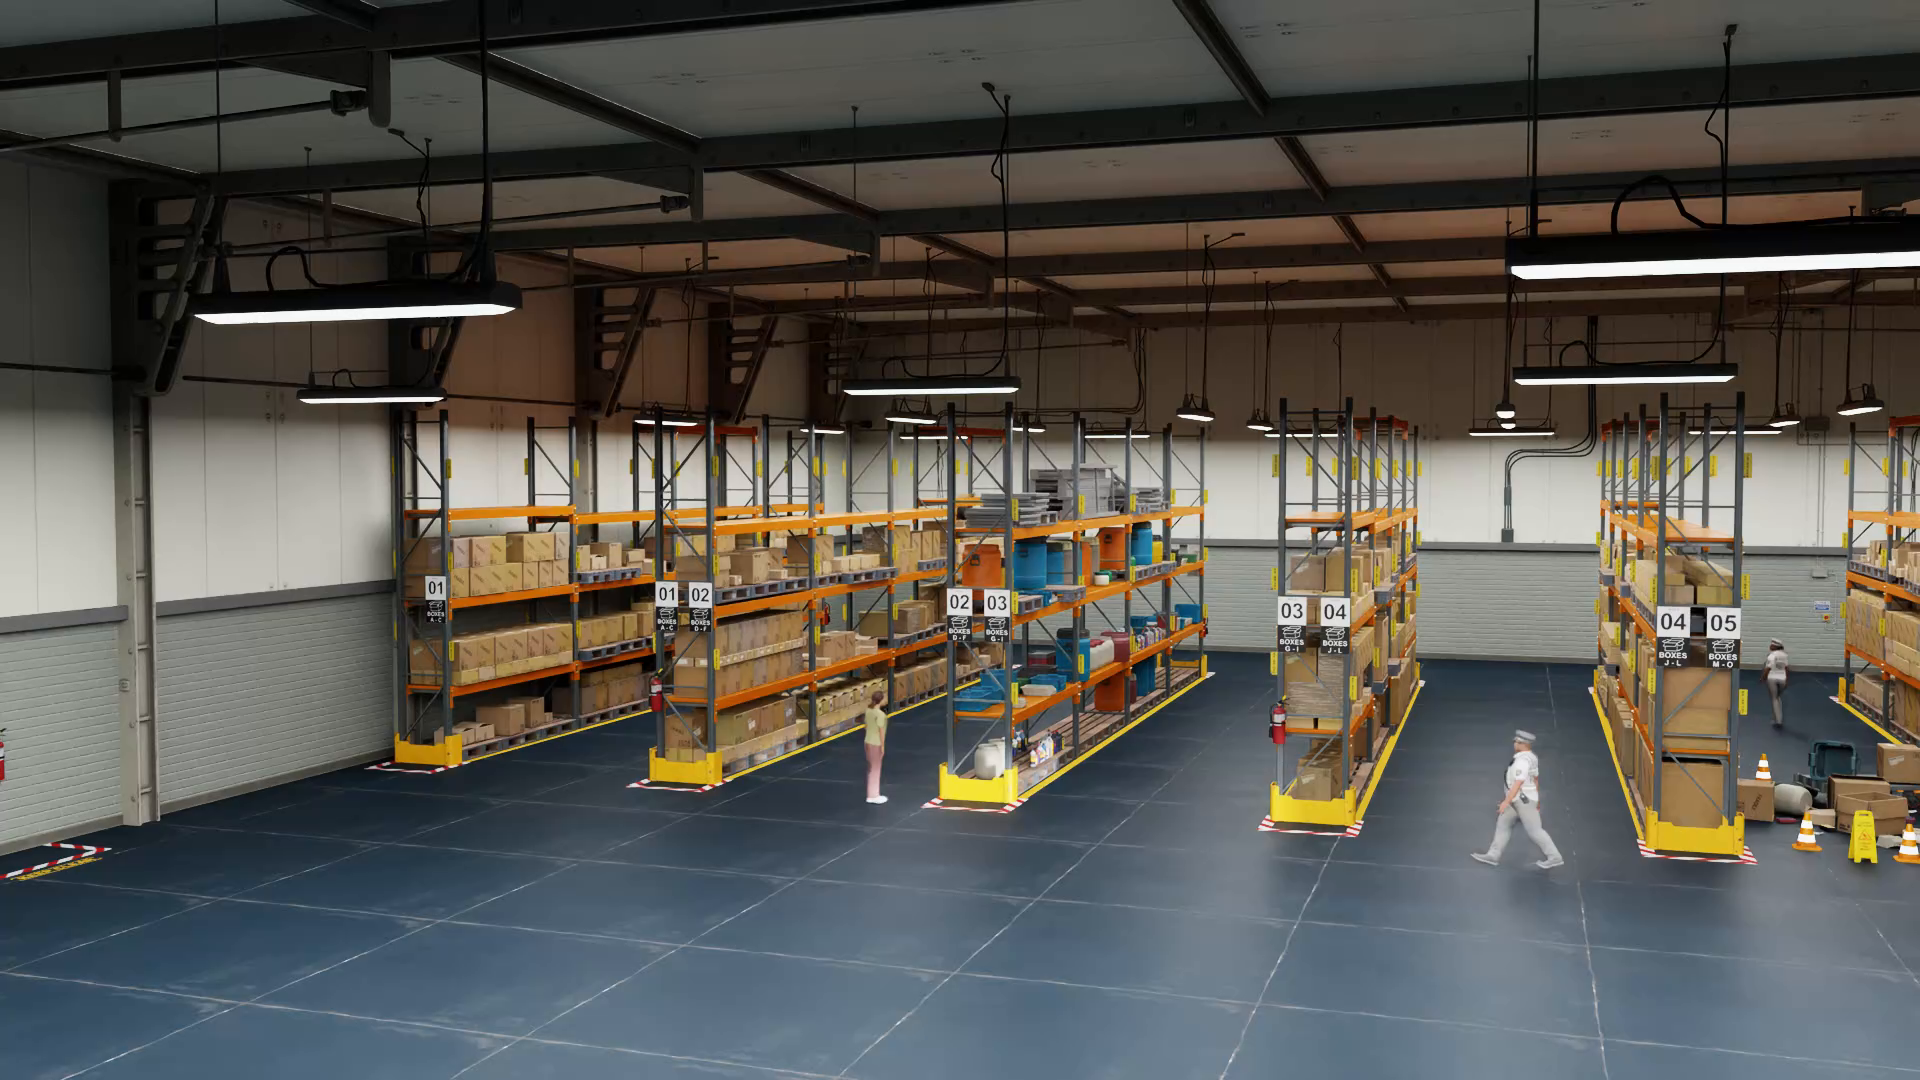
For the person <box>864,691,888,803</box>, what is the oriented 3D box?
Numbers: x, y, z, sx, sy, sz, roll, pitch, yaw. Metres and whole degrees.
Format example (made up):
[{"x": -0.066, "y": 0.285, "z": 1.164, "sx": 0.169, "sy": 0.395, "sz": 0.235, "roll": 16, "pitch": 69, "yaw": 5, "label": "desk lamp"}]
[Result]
[{"x": -1.234, "y": 3.093, "z": 24.900, "sx": 0.361, "sy": 1.686, "sz": 0.464, "roll": -1, "pitch": 3, "yaw": -30, "label": "person"}]

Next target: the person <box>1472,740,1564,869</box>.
[{"x": 6.973, "y": 3.261, "z": 20.769, "sx": 1.024, "sy": 1.681, "sz": 0.530, "roll": 0, "pitch": 2, "yaw": 5, "label": "person"}]

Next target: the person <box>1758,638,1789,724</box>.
[{"x": 15.914, "y": 2.768, "z": 32.471, "sx": 0.525, "sy": 1.720, "sz": 0.659, "roll": 0, "pitch": 2, "yaw": 2, "label": "person"}]
